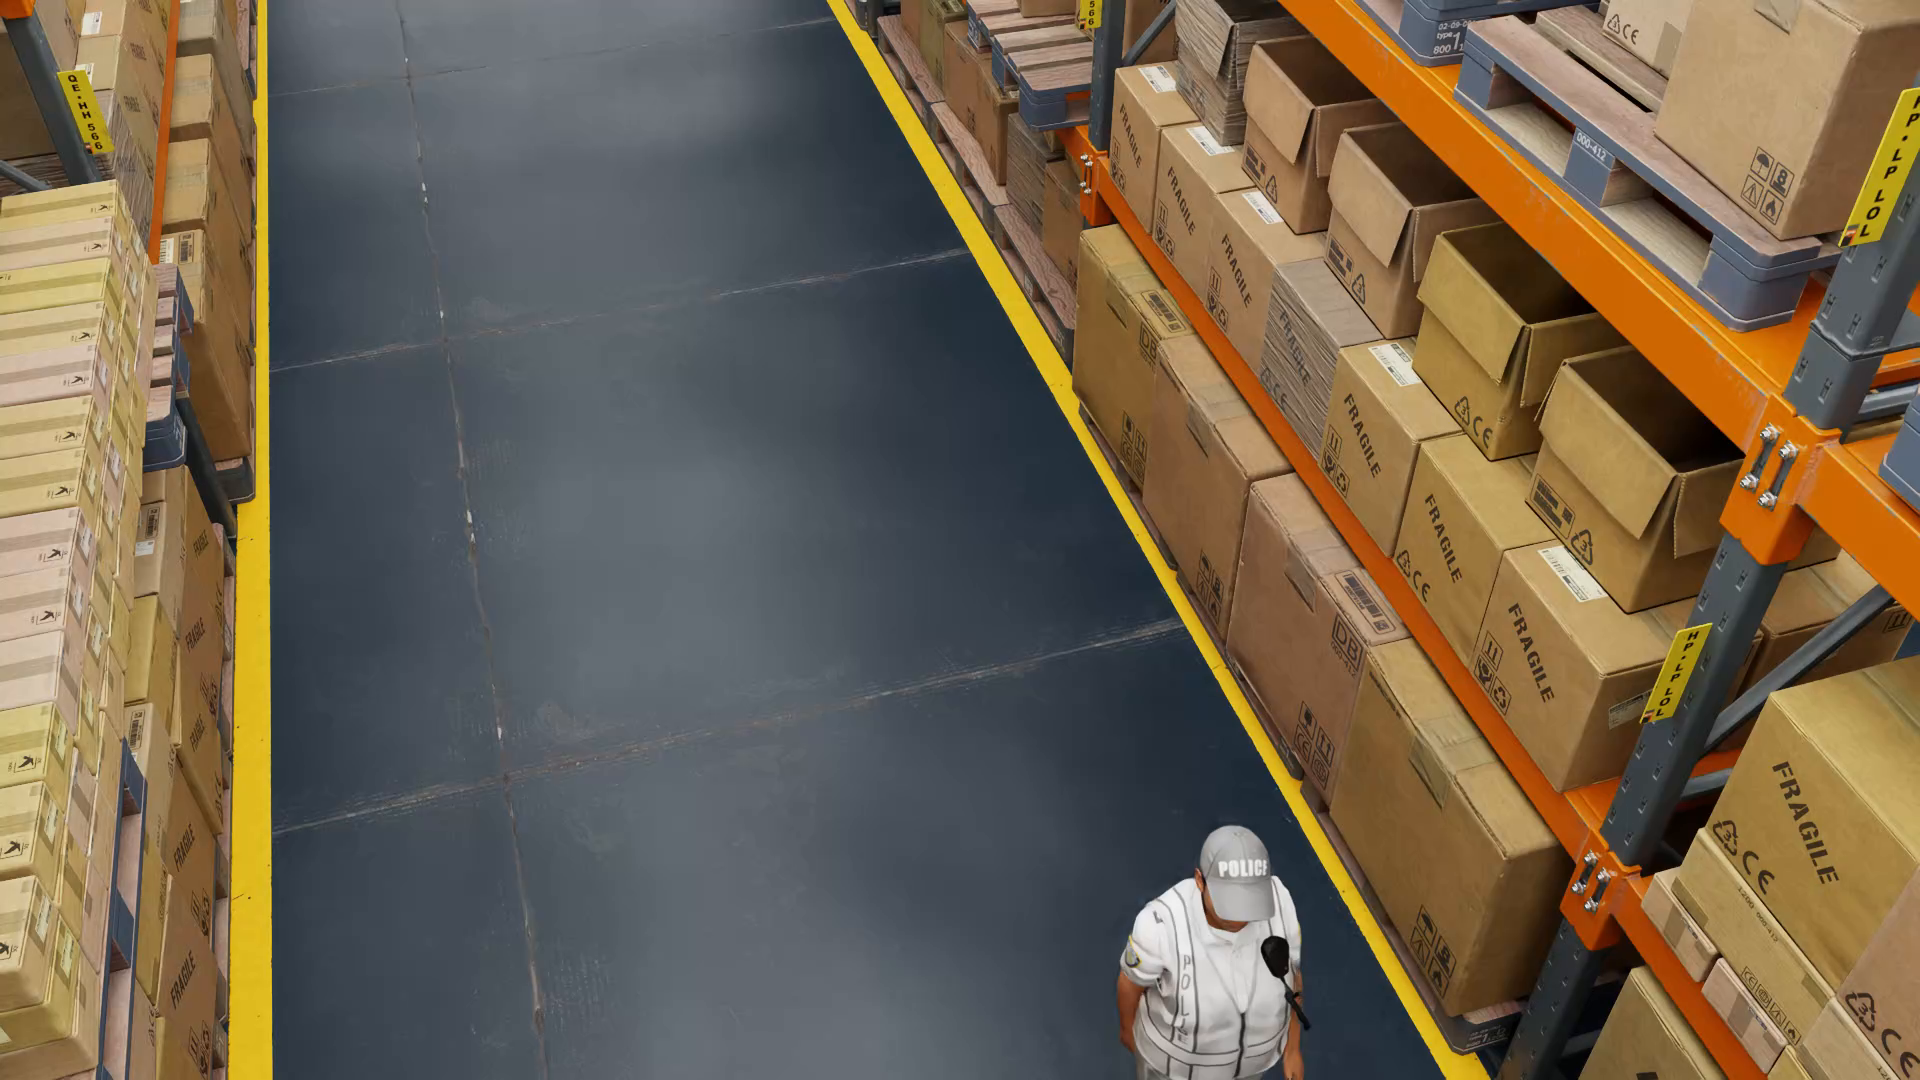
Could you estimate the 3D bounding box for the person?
[{"bbox_3d":[0.703,1.430,4.607,0.479,1.712,0.475,-13,44,-14],"label":"person"}]
